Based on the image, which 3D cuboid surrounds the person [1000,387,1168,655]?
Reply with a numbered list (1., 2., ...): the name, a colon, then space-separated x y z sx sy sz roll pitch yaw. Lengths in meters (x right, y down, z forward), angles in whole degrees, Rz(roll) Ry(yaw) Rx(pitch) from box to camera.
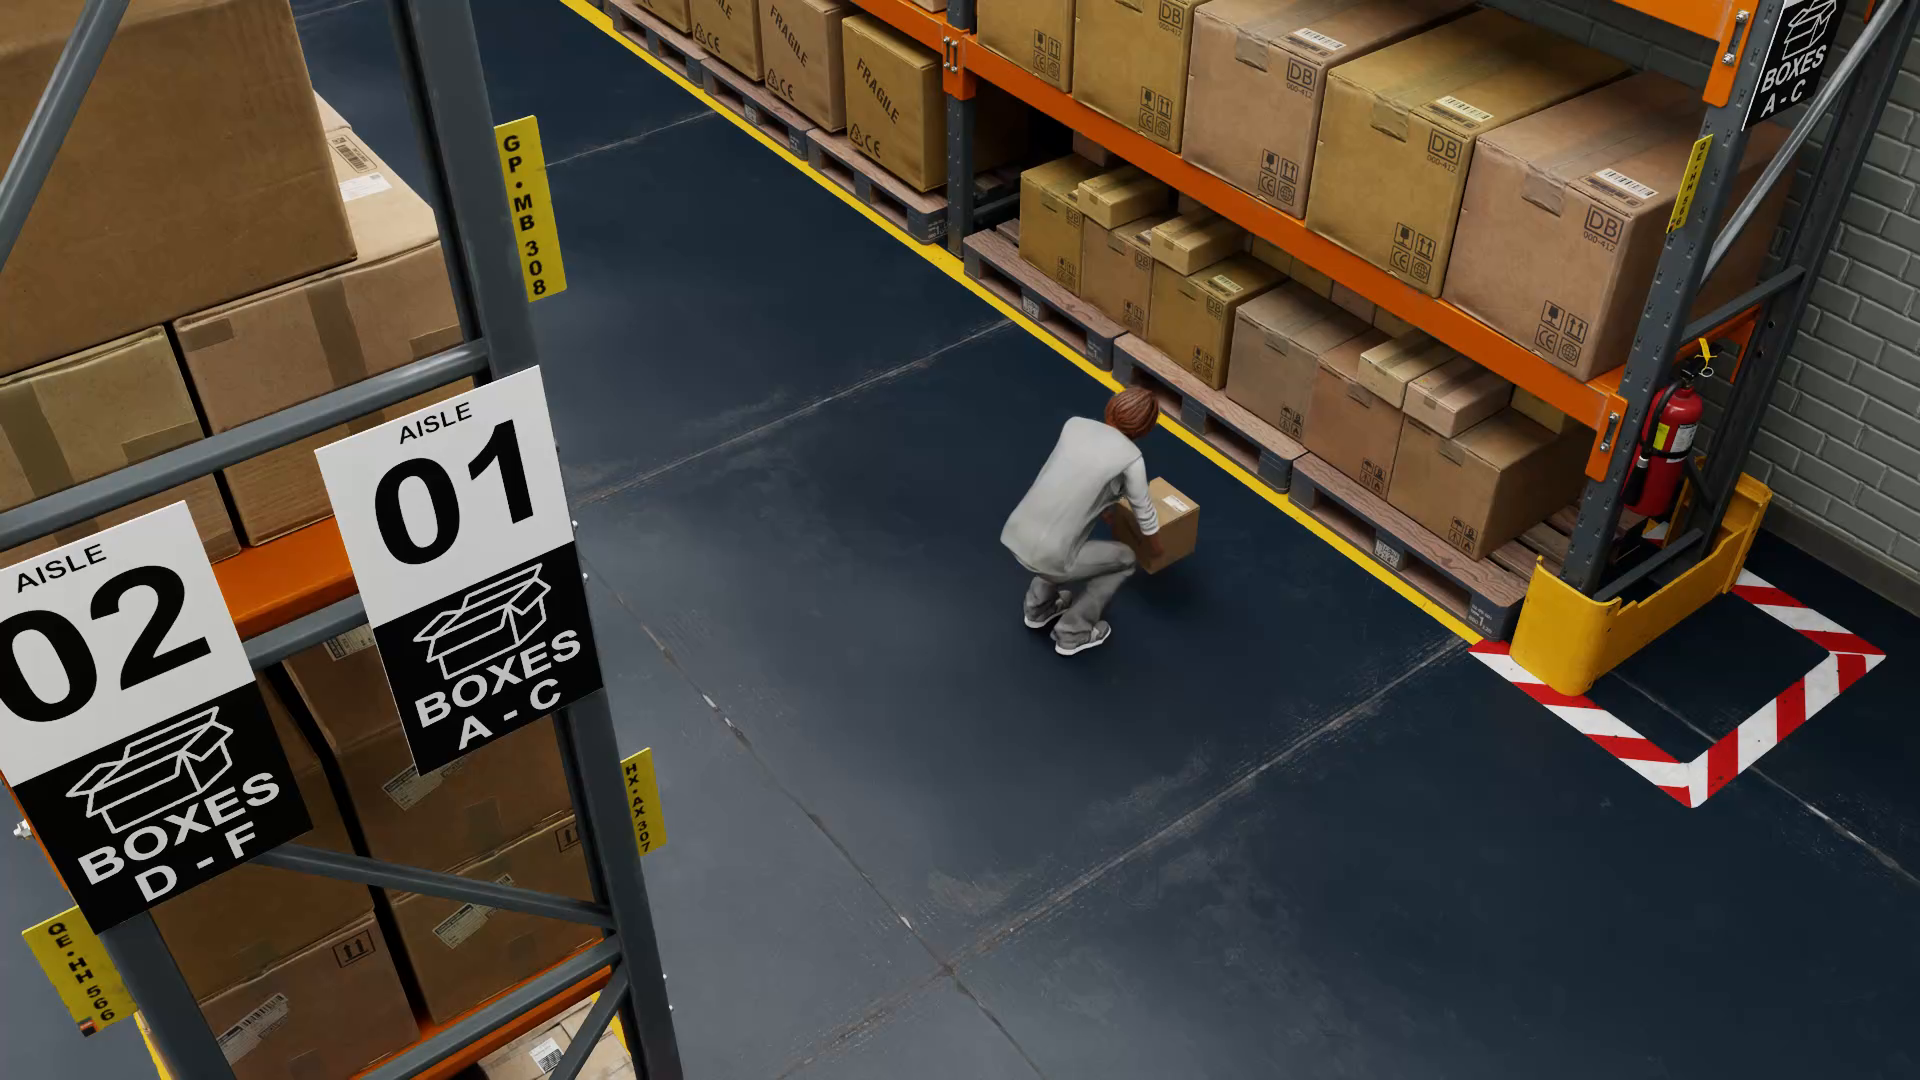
1. person: 0.485 -0.060 6.674 0.757 1.025 0.457 -27 47 -27
